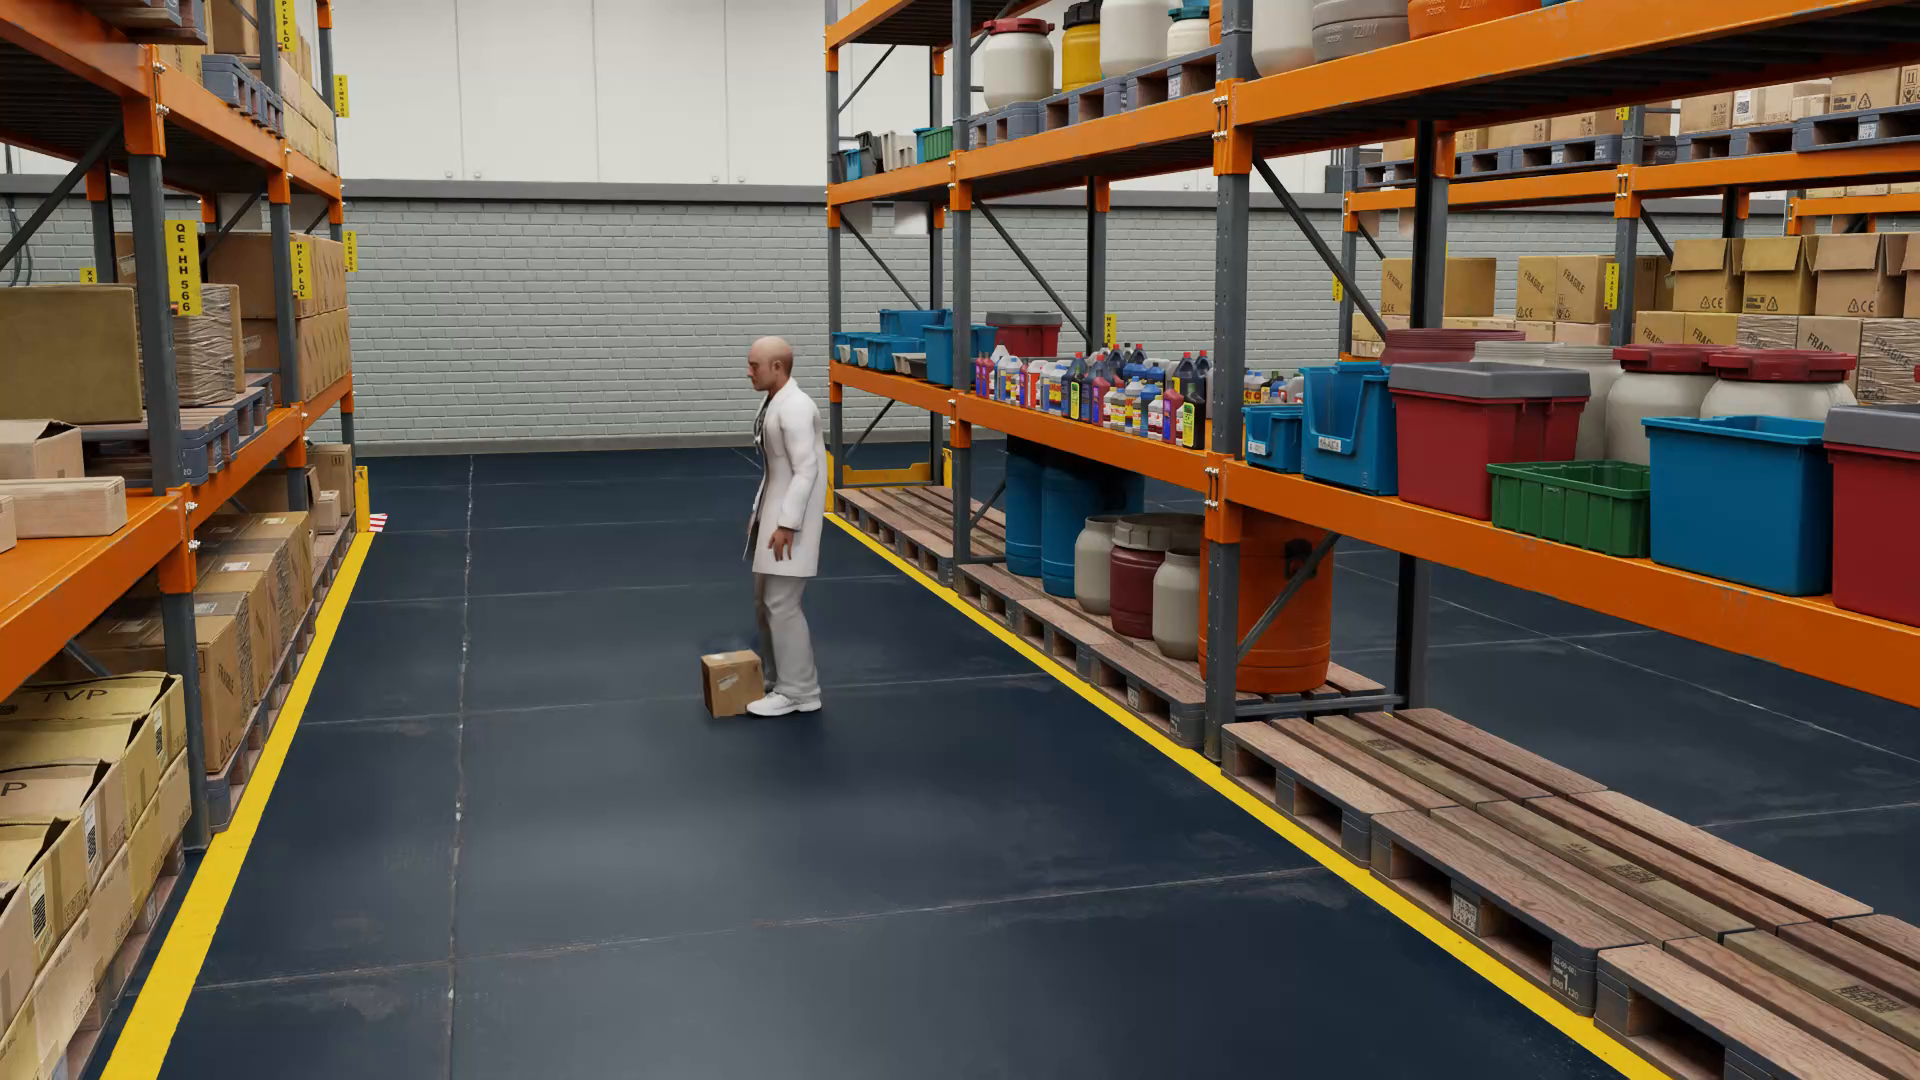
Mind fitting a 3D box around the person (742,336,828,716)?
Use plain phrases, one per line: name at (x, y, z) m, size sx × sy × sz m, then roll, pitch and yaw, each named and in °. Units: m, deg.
person at (-0.847, -0.075, 7.885) m, size 0.426 × 1.774 × 0.617 m, roll -3°, pitch 10°, yaw -18°
